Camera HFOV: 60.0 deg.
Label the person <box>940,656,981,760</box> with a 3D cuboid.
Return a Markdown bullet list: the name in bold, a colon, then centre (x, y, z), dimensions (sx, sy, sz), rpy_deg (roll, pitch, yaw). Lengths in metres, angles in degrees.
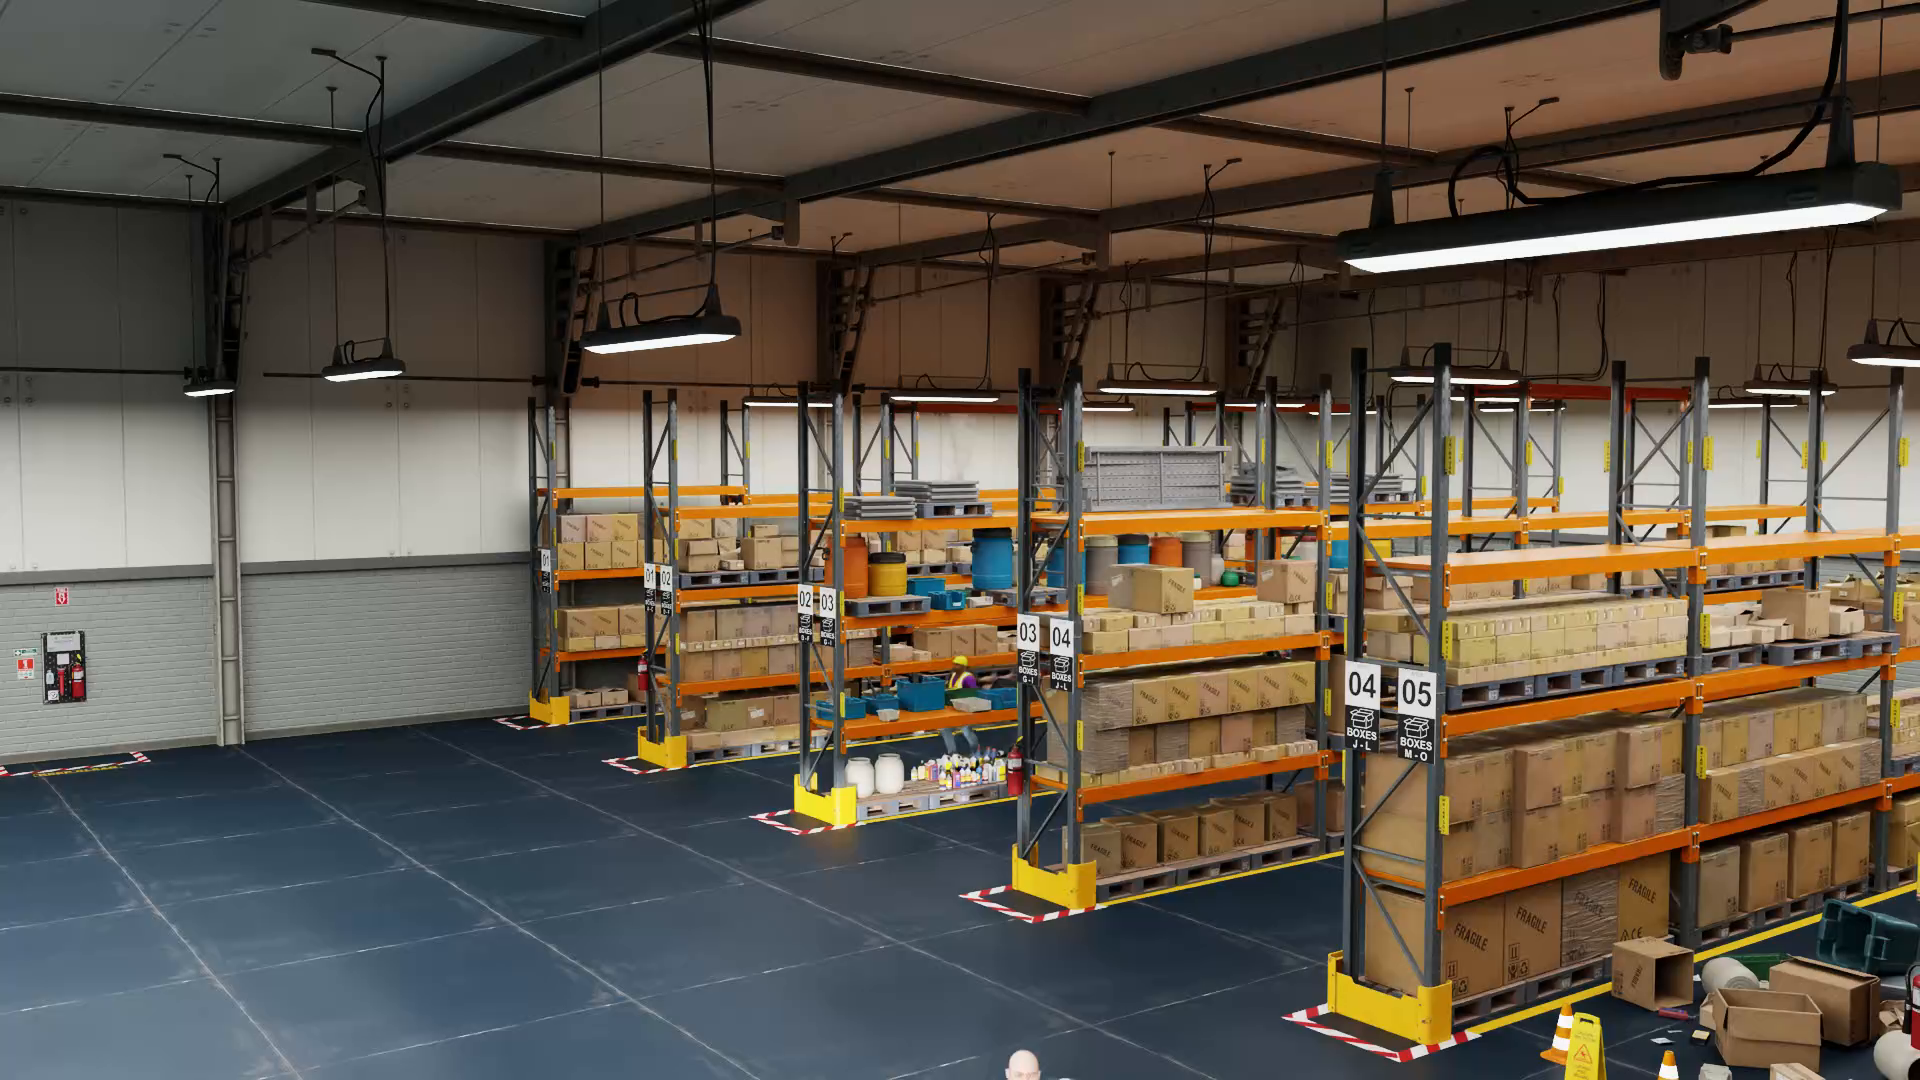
- **person**: centre (0.056, 2.733, 26.532), dimensions (0.788, 1.792, 0.675), rpy_deg (-3, 5, -44)

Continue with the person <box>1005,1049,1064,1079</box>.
- **person**: centre (0.395, 3.723, 9.384), dimensions (0.746, 1.772, 0.886), rpy_deg (0, 3, 2)
